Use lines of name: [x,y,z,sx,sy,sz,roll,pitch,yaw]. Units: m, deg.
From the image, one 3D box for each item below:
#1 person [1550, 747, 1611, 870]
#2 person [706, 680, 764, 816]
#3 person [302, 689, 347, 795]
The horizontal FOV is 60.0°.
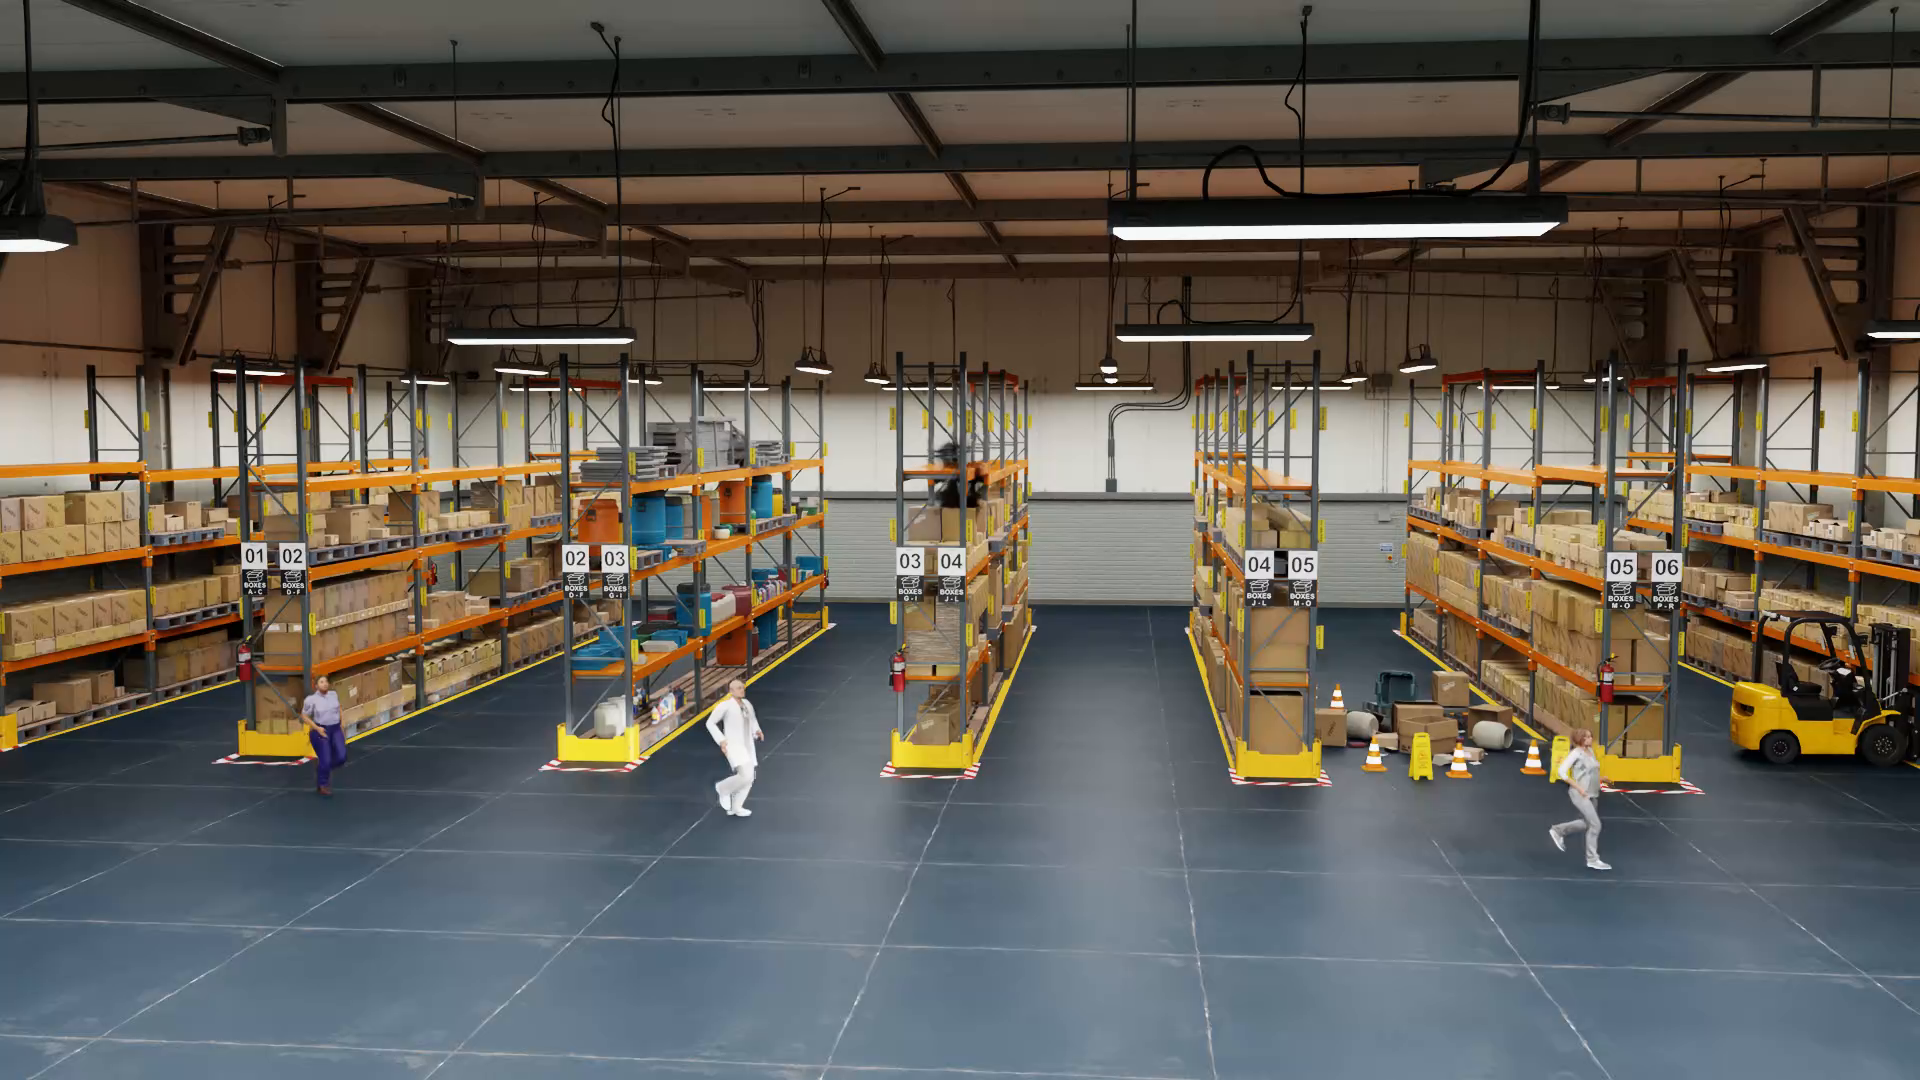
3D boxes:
person: [6.990,2.997,18.754,0.547,1.341,0.767,-4,6,-42]
person: [-2.778,2.642,21.065,0.624,1.731,0.714,3,5,36]
person: [-8.551,2.710,22.424,0.517,1.425,0.582,3,5,39]
